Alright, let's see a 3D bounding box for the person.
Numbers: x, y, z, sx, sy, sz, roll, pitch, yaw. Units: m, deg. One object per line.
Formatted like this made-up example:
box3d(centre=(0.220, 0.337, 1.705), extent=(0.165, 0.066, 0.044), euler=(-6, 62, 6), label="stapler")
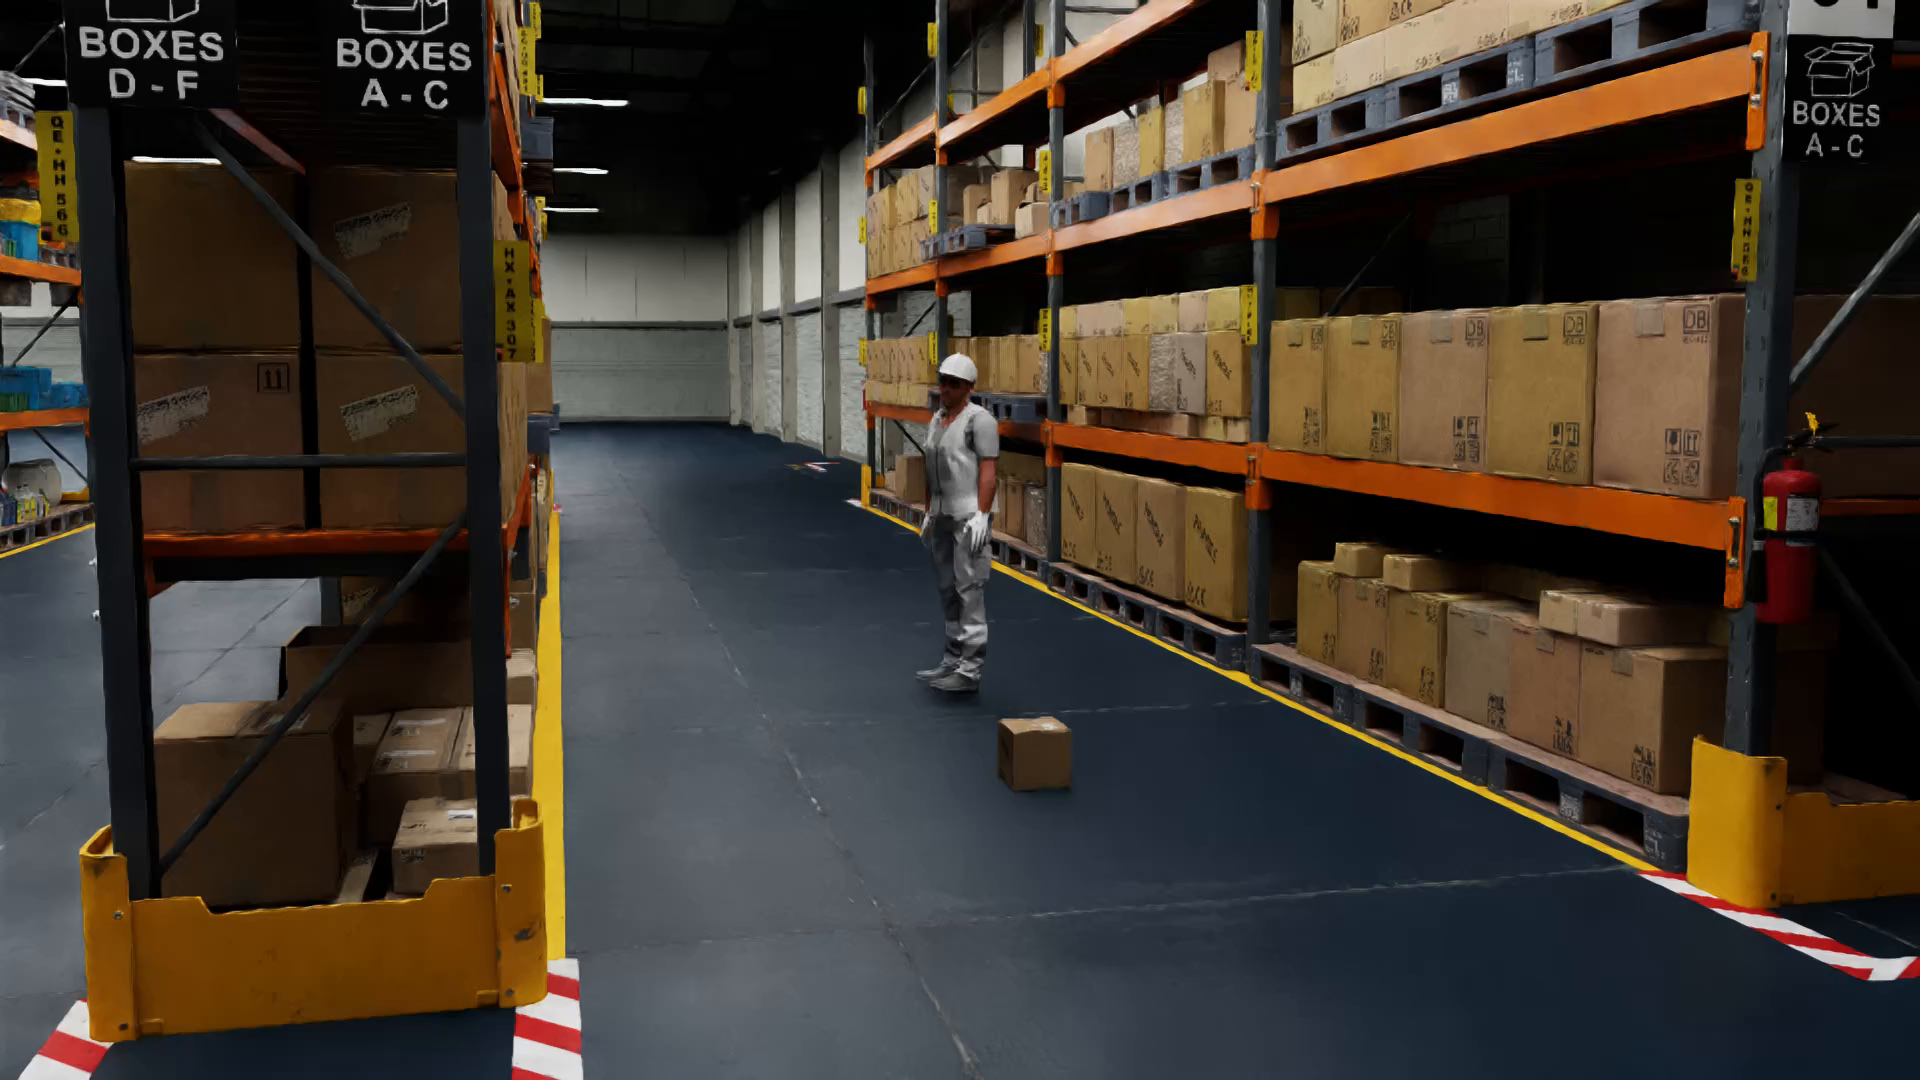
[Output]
box3d(centre=(-0.050, -0.093, 8.855), extent=(0.465, 1.794, 0.620), euler=(-5, 8, -37), label="person")
